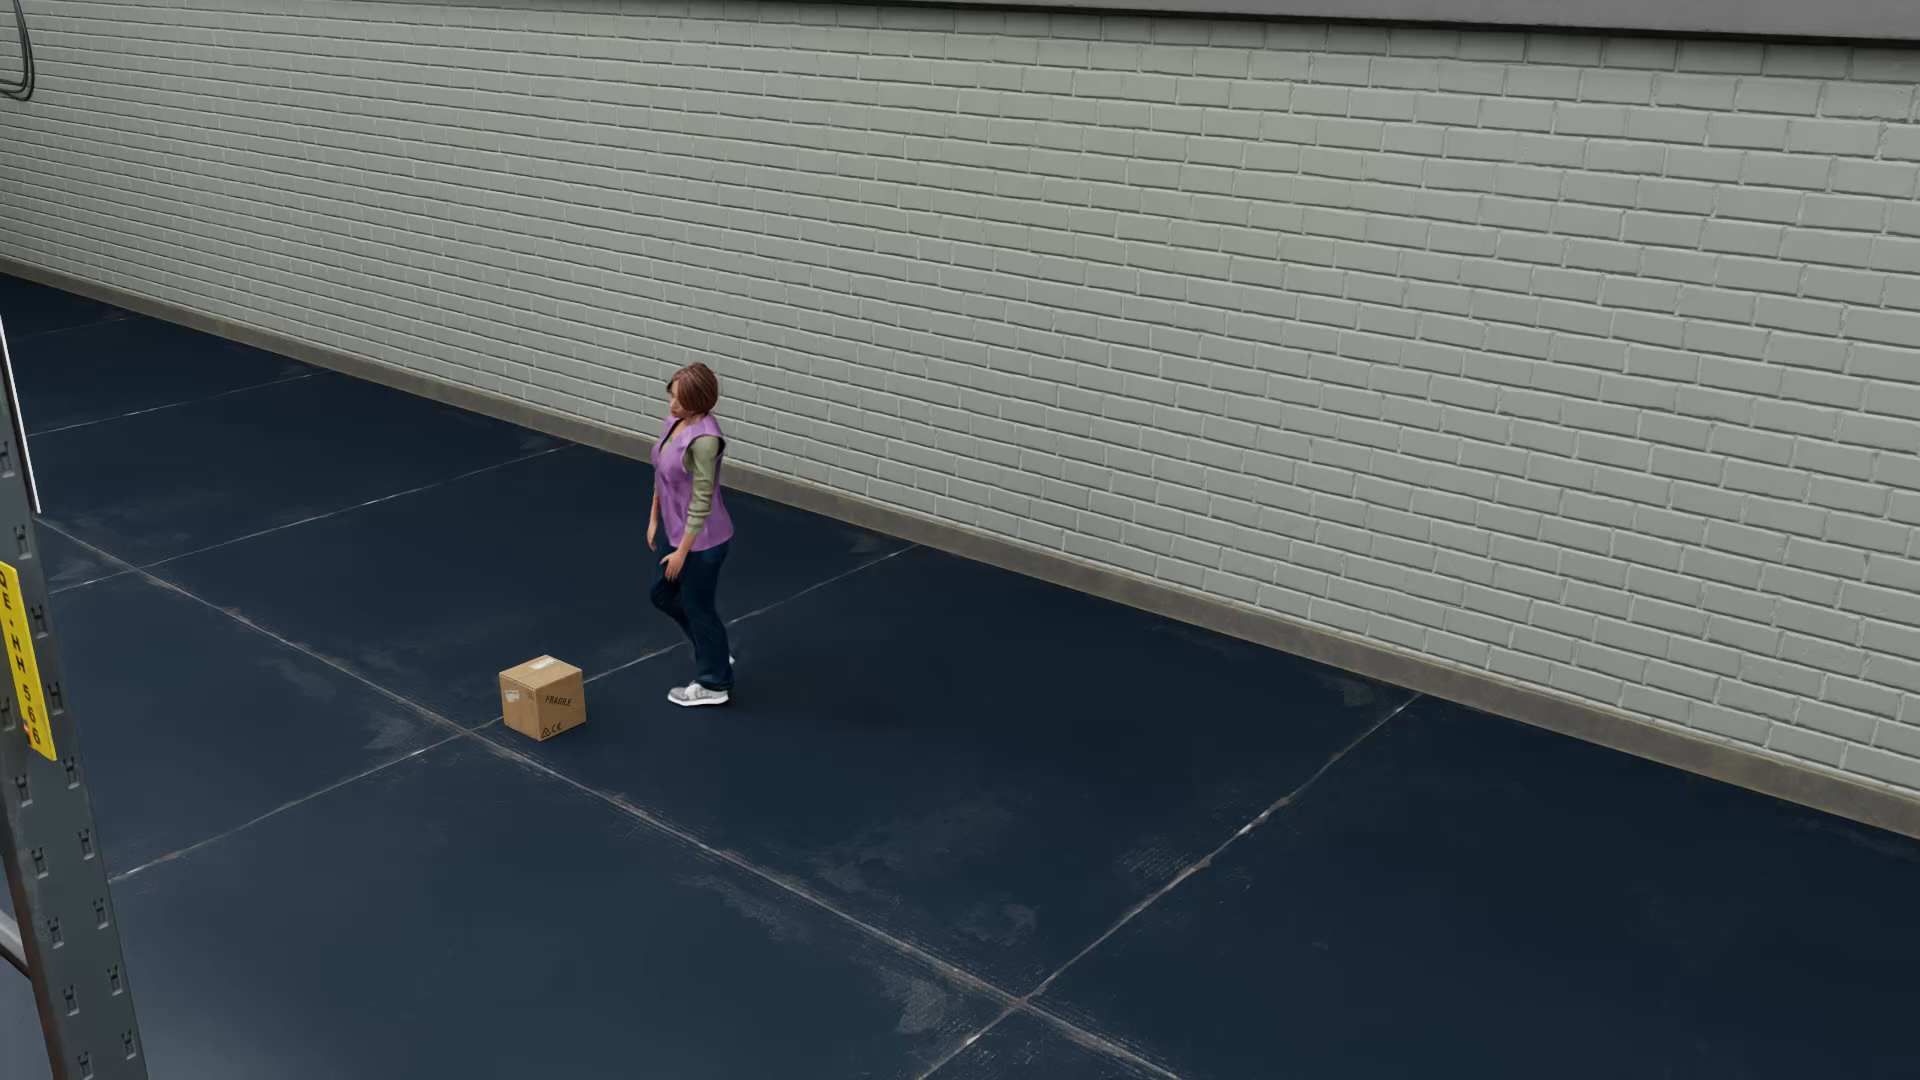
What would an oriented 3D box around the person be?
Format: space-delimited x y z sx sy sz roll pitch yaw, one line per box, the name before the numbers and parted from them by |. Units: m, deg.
person | -1.139 0.018 7.073 0.361 1.581 0.433 -7 22 -17
